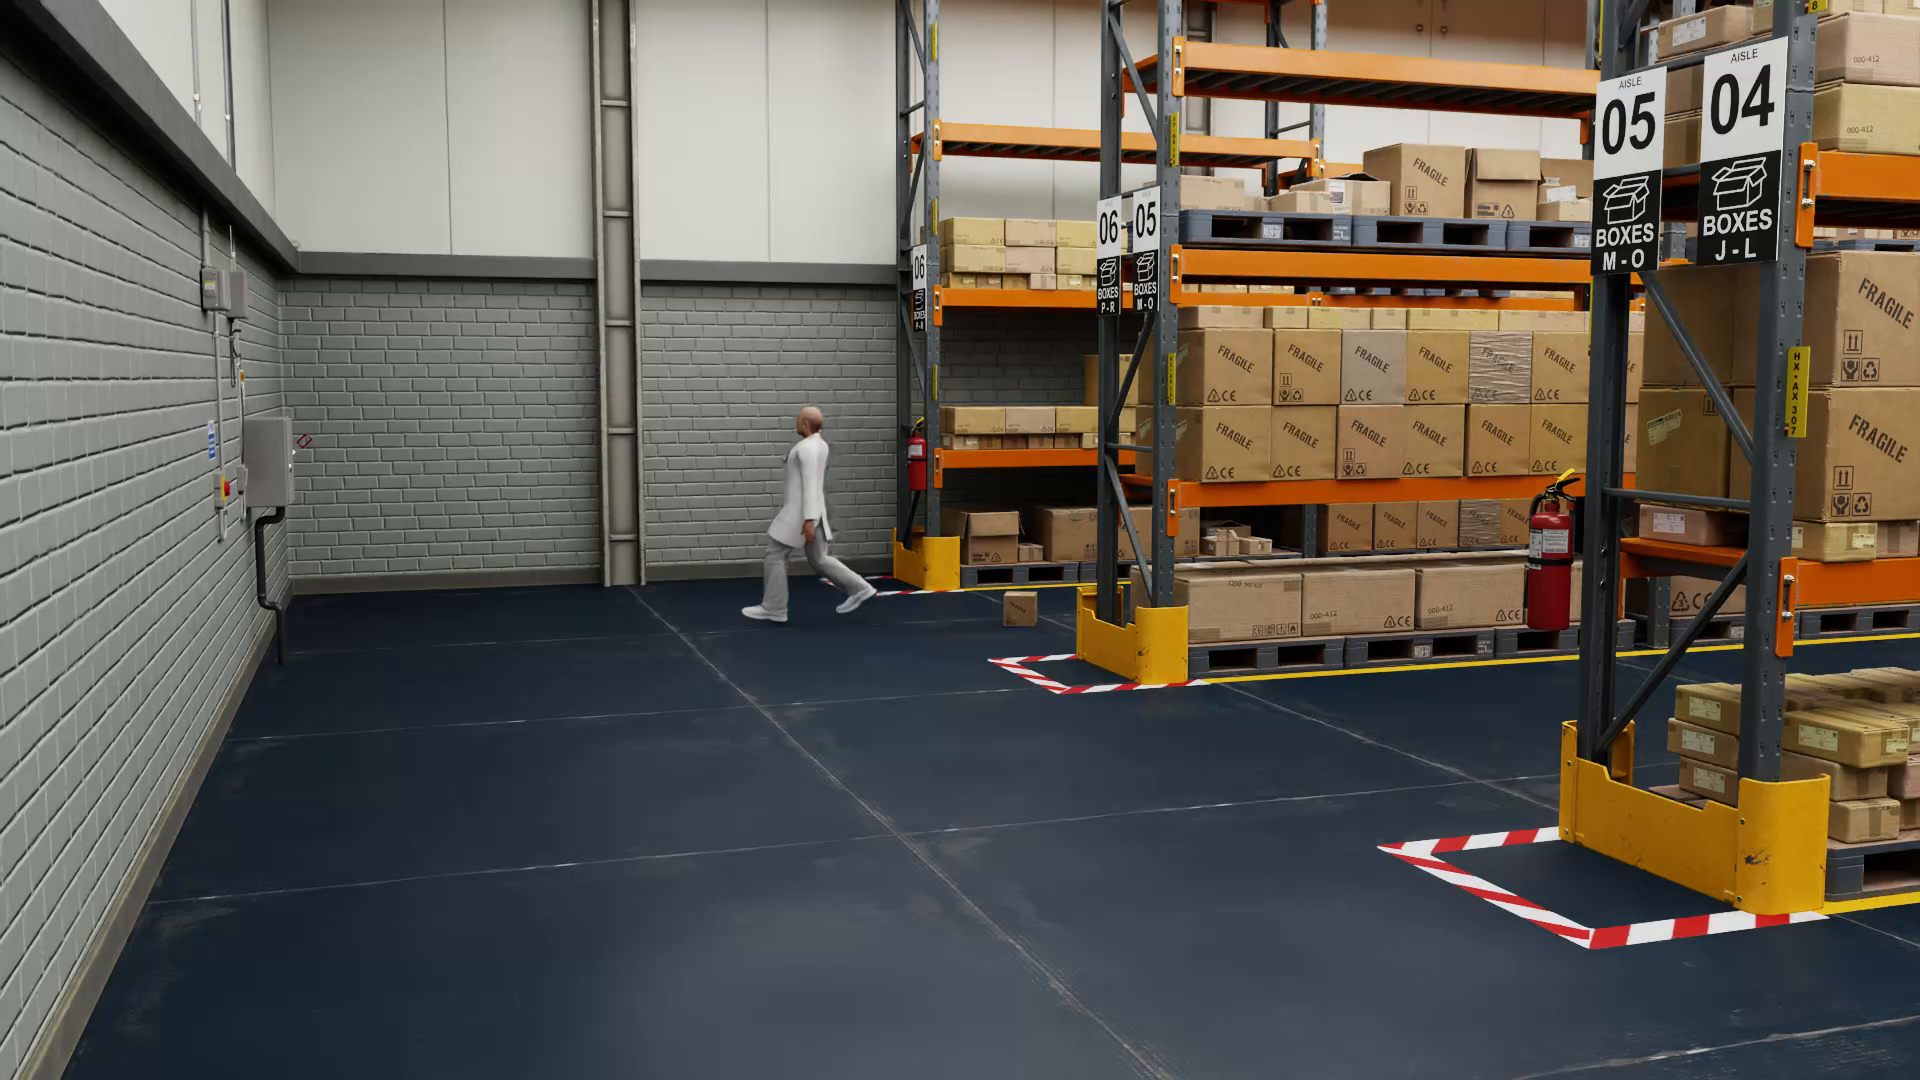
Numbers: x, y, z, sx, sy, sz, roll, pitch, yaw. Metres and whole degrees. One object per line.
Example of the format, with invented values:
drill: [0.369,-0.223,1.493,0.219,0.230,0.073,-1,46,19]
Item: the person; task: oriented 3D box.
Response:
person: [-1.215,-0.208,13.381,1.072,1.730,0.613,1,6,14]
